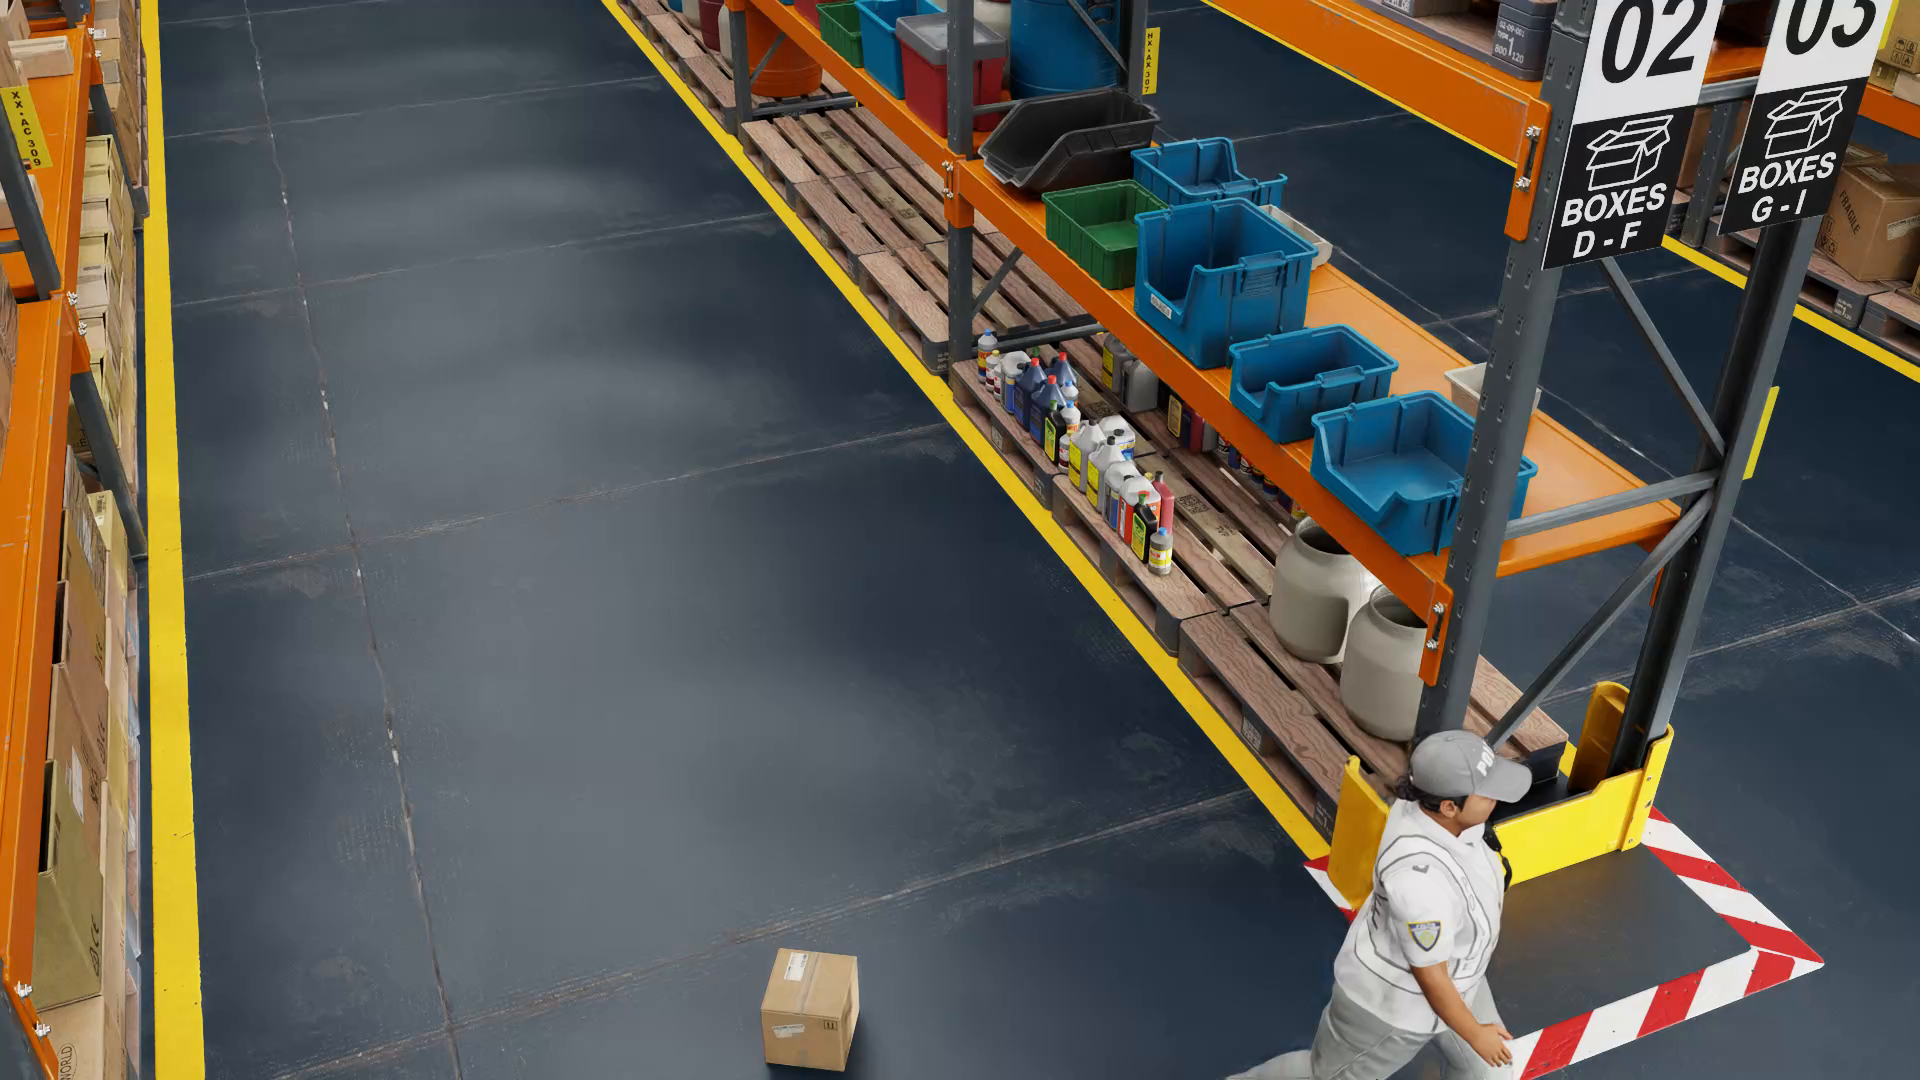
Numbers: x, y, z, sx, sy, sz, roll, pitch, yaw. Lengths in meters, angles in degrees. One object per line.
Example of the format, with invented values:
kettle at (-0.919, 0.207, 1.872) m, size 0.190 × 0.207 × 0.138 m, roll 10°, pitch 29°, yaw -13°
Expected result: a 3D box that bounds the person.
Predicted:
person at (1.227, 1.160, 4.399) m, size 1.044 × 1.604 × 0.469 m, roll 17°, pitch 37°, yaw 23°
